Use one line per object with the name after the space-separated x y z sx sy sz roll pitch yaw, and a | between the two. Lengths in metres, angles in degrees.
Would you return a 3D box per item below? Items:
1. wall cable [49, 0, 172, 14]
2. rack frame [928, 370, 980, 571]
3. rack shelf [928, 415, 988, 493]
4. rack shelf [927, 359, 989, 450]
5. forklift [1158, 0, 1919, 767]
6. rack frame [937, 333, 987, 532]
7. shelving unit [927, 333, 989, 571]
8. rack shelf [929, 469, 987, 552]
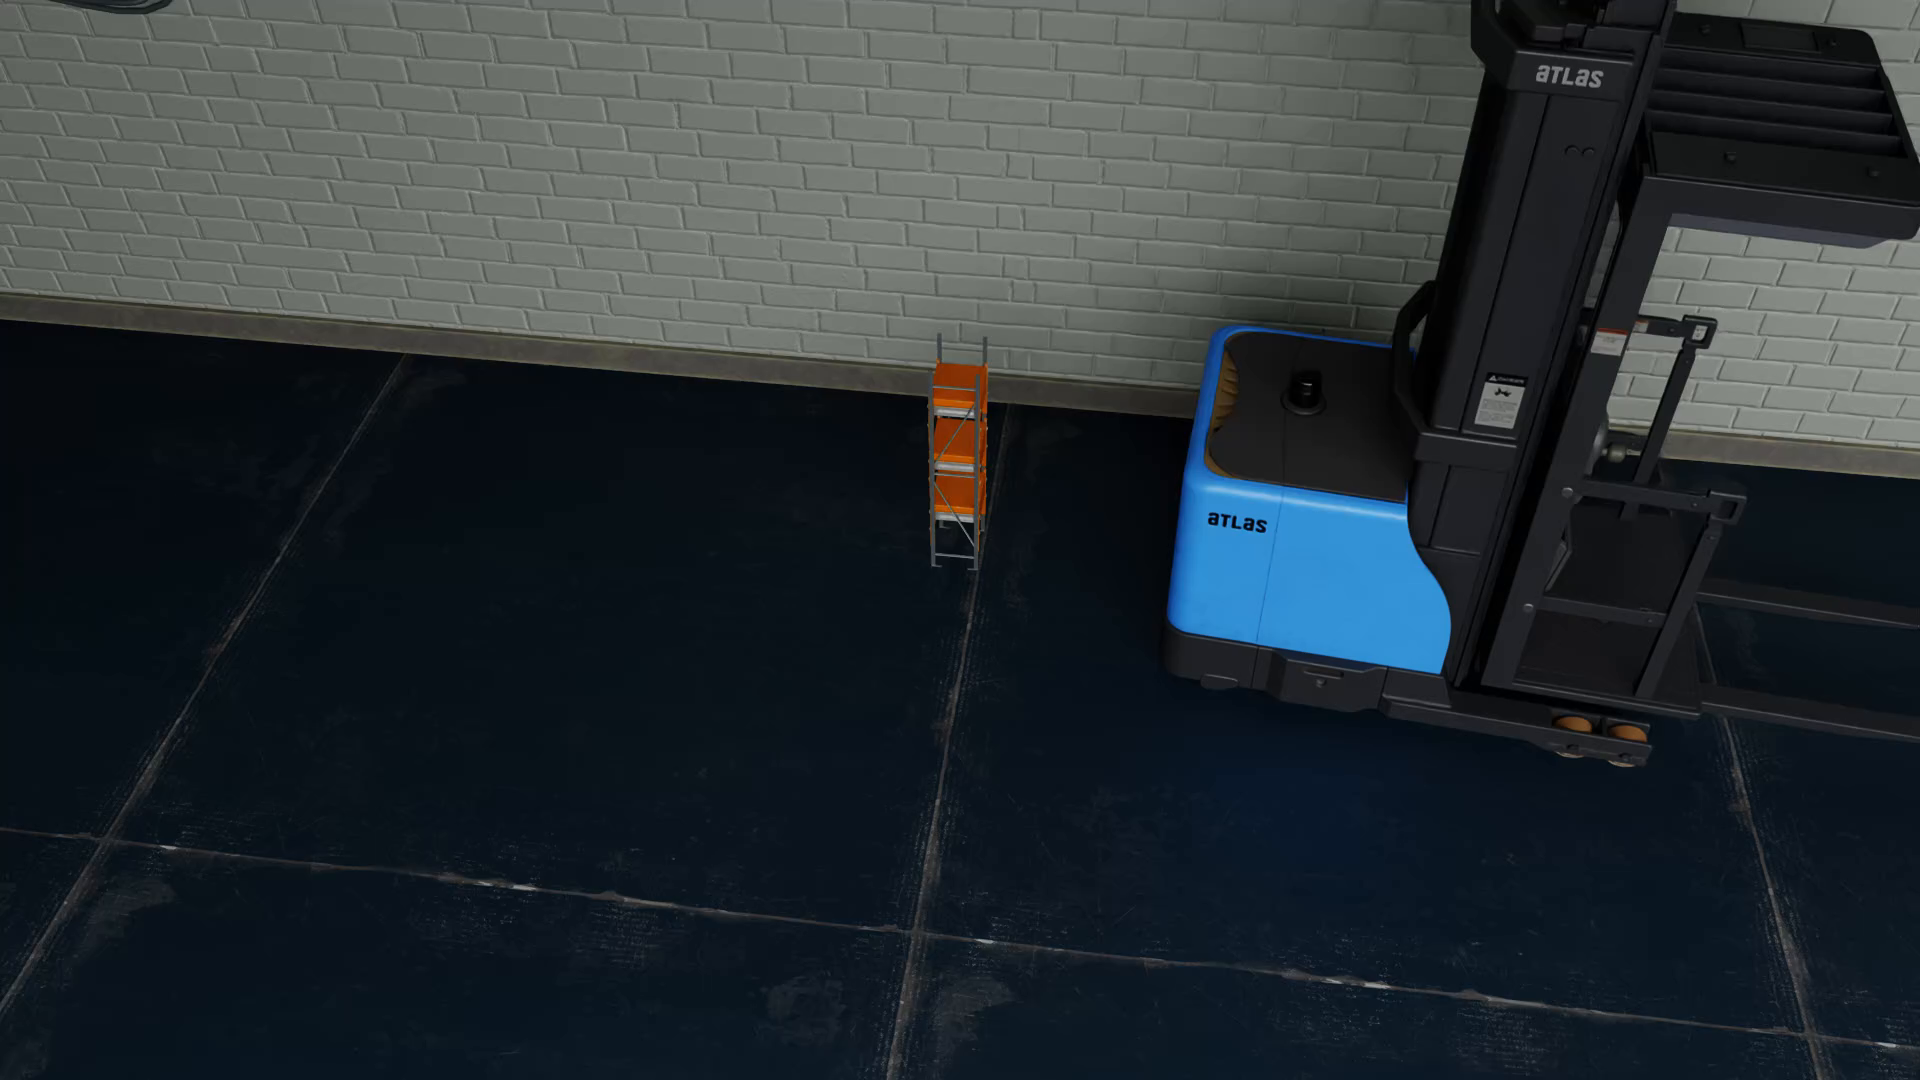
-4.719 -3.229 6.374 3.097 2.526 0.112 5 44 6 | wall cable
-0.023 -0.262 6.763 0.200 1.050 0.008 5 44 6 | rack frame
-0.007 -0.337 6.858 0.215 0.259 0.240 5 44 6 | rack shelf
-0.007 -0.543 6.663 0.215 0.259 0.240 5 44 6 | rack shelf
2.364 -0.604 5.756 3.031 2.935 1.130 9 44 9 | forklift
0.009 -0.428 6.938 0.200 1.050 0.008 5 44 6 | rack frame
-0.007 -0.345 6.851 0.215 1.050 0.252 5 44 6 | shelving unit
-0.007 -0.135 7.049 0.215 0.259 0.240 5 44 6 | rack shelf
